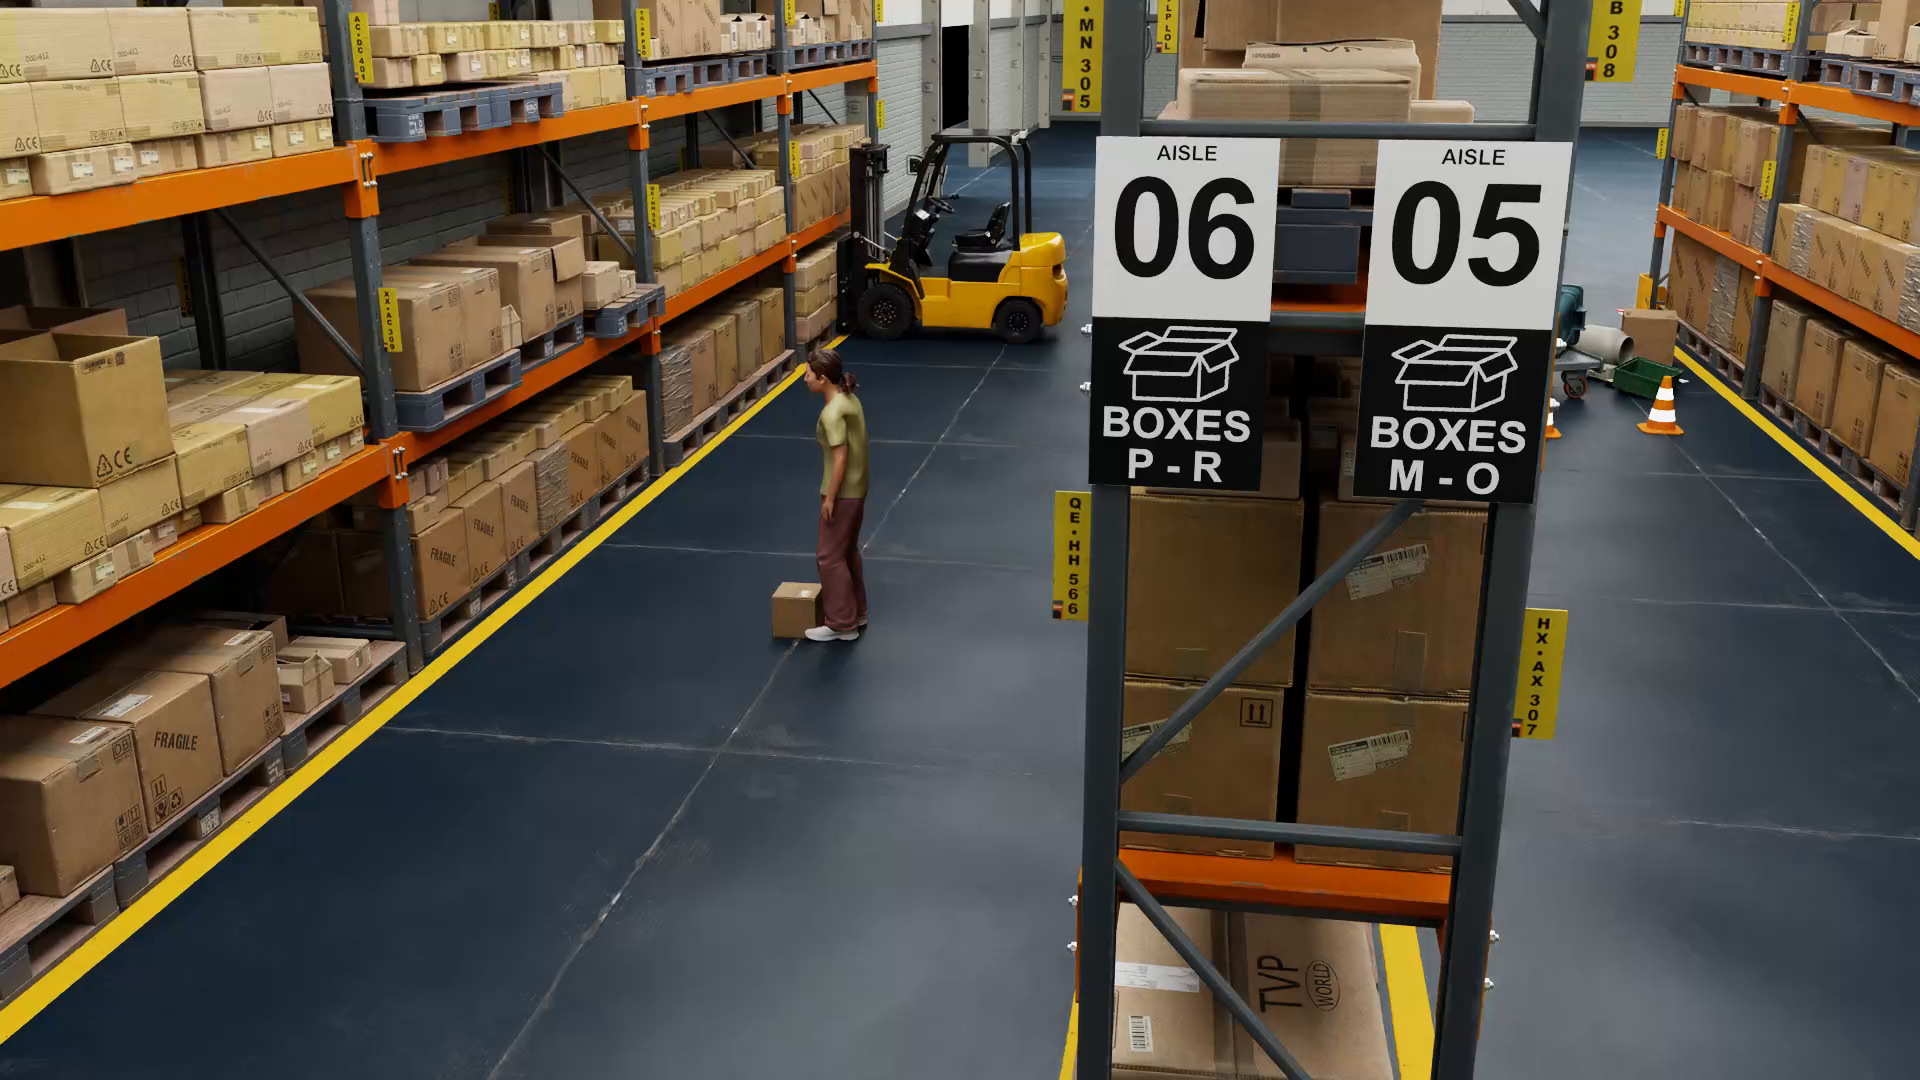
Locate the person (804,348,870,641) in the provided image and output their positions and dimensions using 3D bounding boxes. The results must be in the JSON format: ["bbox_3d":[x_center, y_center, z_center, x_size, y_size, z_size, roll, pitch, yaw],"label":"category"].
[{"bbox_3d":[-0.693,-0.256,9.355,0.364,1.668,0.512,2,18,7],"label":"person"}]
